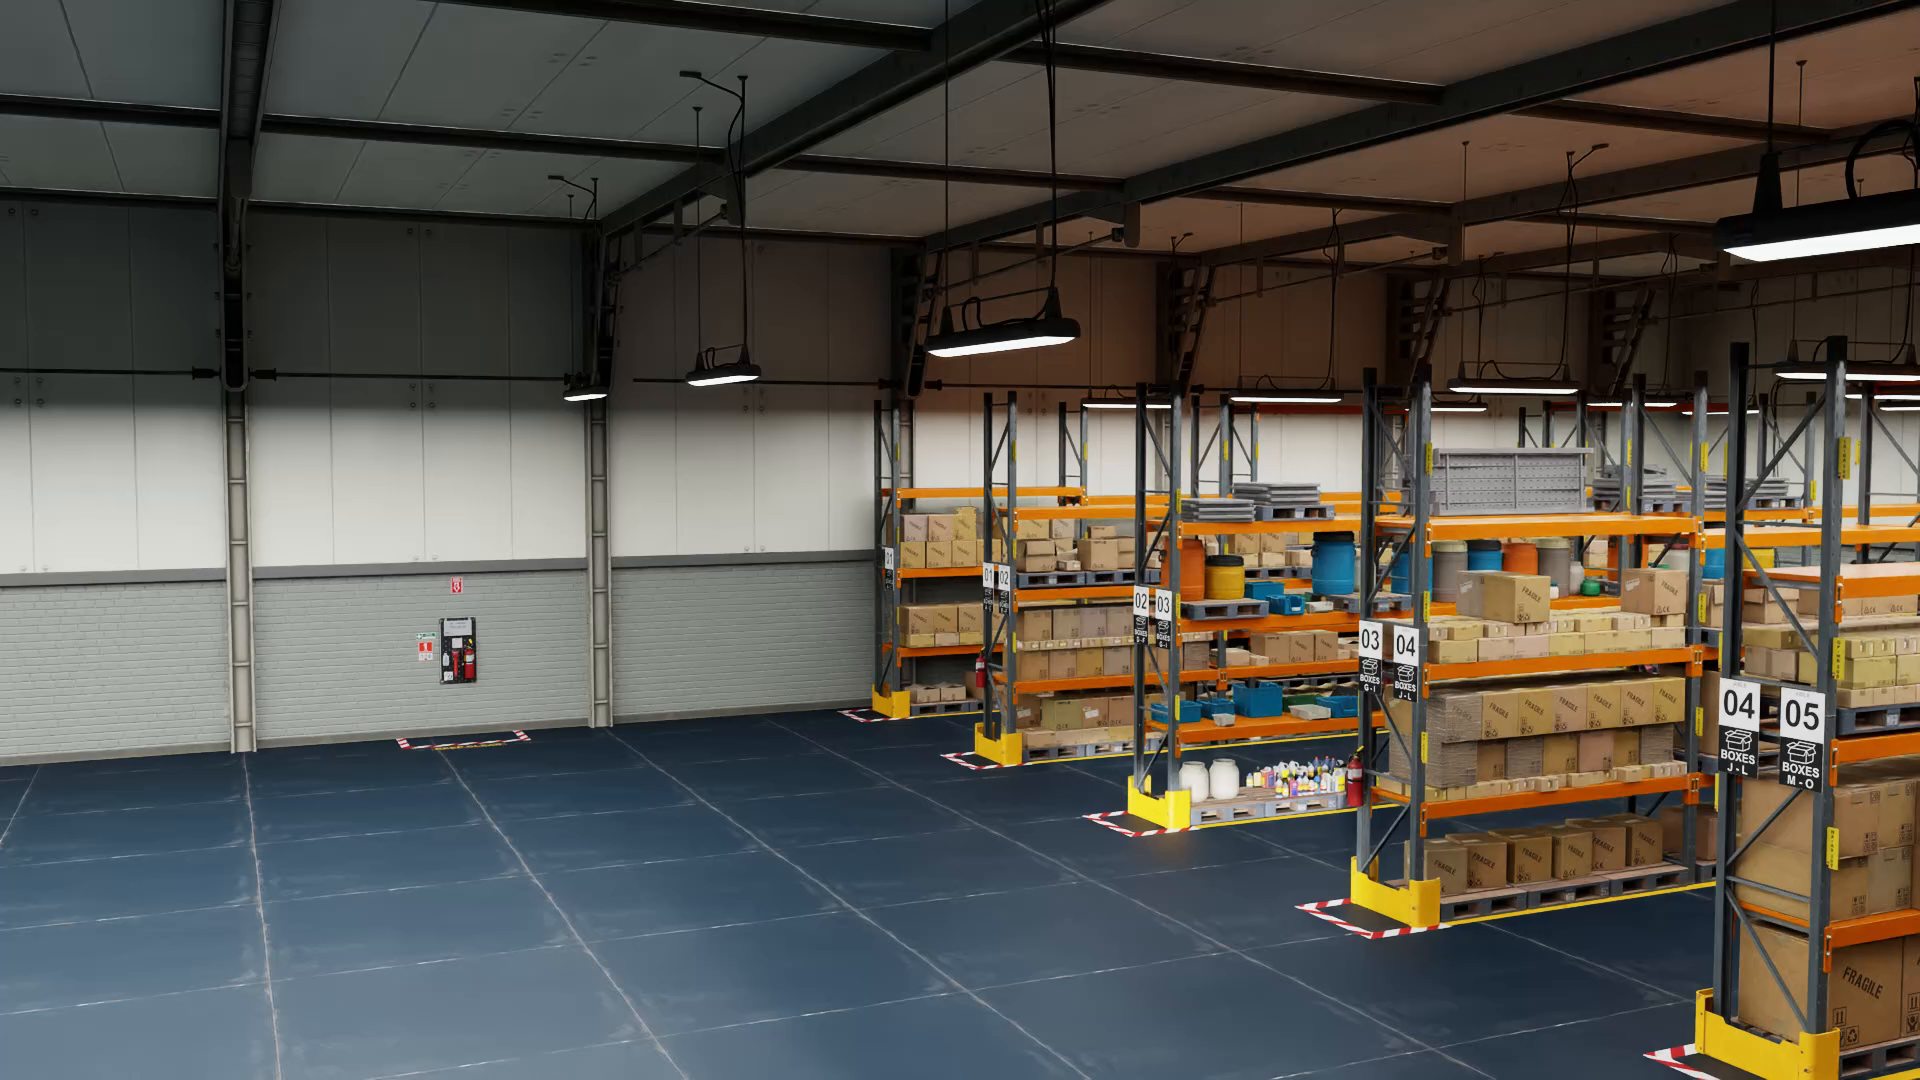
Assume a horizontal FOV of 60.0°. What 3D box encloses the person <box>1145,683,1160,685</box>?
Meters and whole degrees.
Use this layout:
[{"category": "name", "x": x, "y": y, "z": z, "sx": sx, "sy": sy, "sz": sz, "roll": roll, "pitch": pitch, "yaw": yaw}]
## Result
[{"category": "person", "x": 3.595, "y": 2.528, "z": 31.374, "sx": 1.007, "sy": 1.589, "sz": 0.525, "roll": -1, "pitch": 3, "yaw": -14}]
